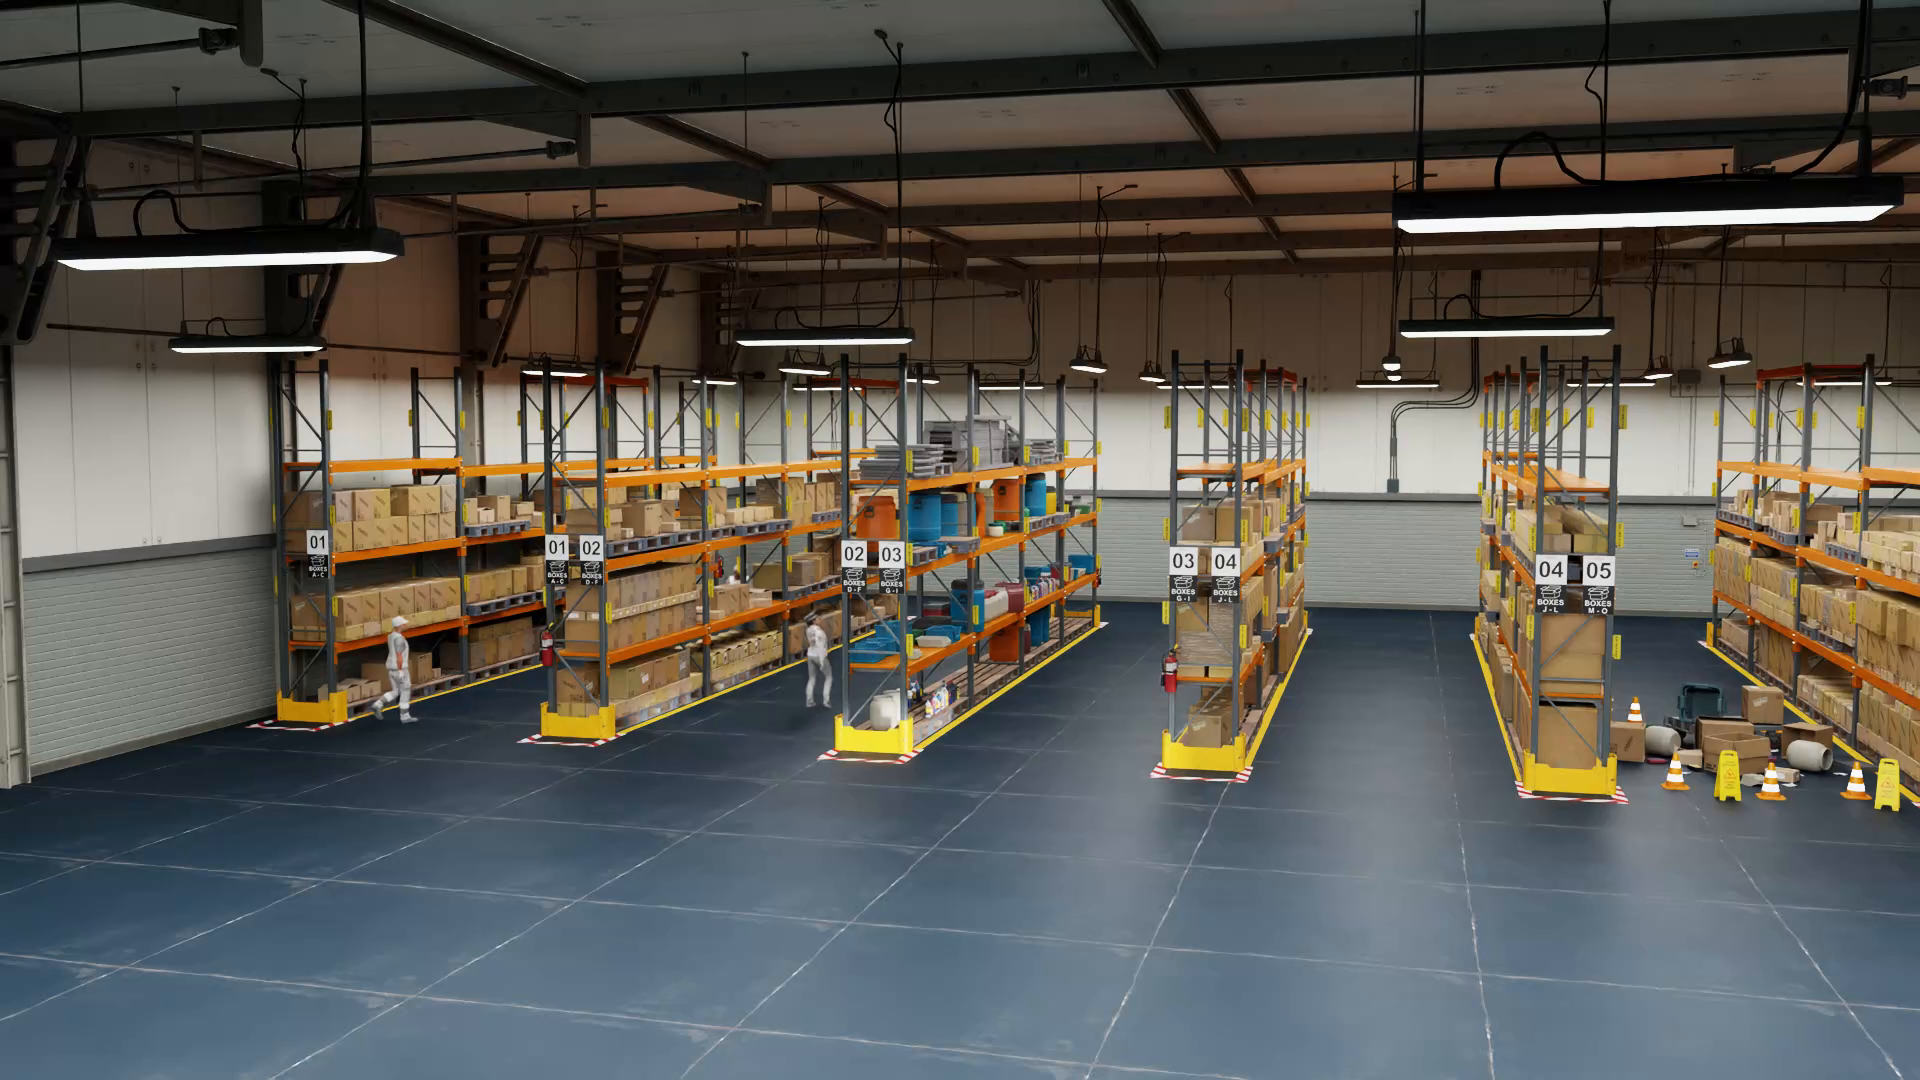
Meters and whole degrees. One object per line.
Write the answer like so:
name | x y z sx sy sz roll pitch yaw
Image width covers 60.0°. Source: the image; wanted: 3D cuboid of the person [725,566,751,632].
person | -5.042 1.444 37.706 0.746 1.771 0.966 1 4 15

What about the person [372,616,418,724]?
person | -9.323 2.141 27.426 0.694 1.781 0.586 -3 5 -39

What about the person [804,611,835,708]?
person | -2.452 2.099 28.903 0.474 1.757 0.593 4 6 44
